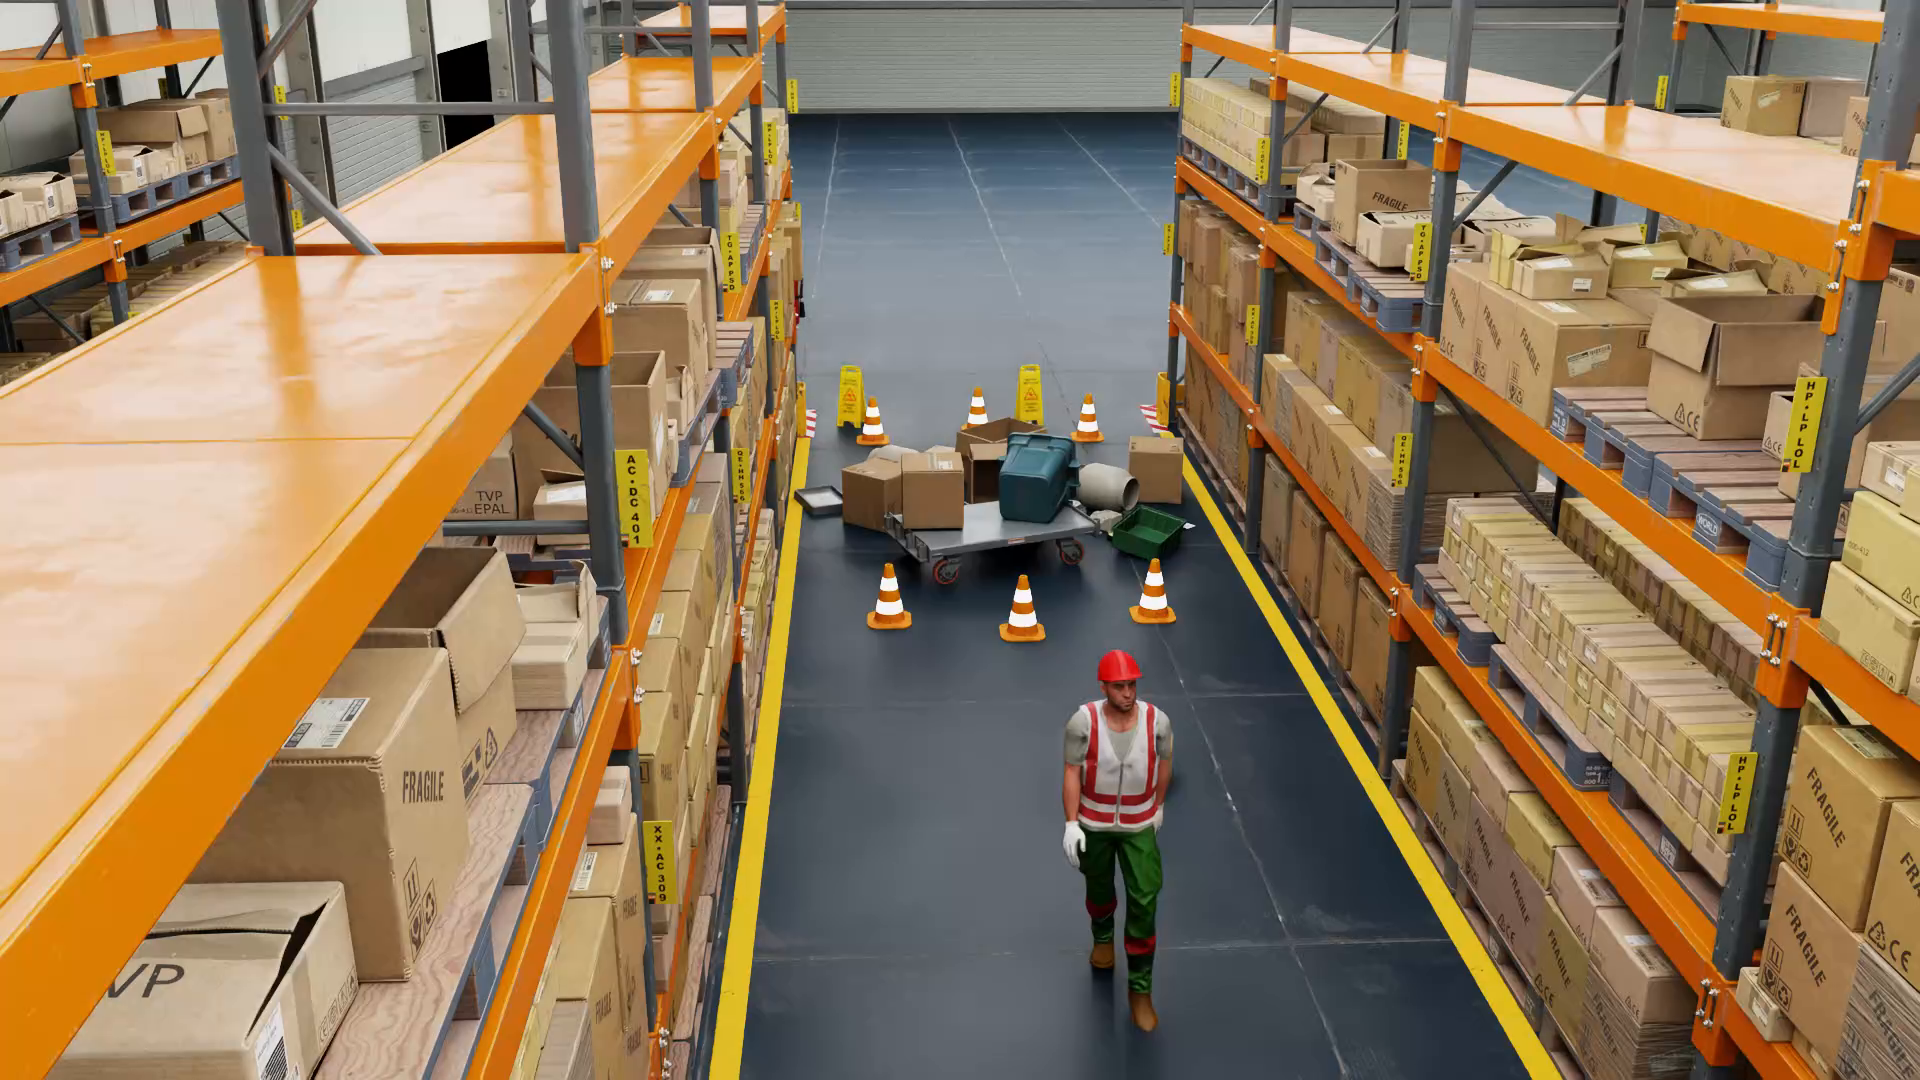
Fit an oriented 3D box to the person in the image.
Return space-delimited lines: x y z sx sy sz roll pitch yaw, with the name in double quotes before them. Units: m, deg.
"person" 0.755 1.420 8.057 0.529 1.821 0.746 1 20 2
